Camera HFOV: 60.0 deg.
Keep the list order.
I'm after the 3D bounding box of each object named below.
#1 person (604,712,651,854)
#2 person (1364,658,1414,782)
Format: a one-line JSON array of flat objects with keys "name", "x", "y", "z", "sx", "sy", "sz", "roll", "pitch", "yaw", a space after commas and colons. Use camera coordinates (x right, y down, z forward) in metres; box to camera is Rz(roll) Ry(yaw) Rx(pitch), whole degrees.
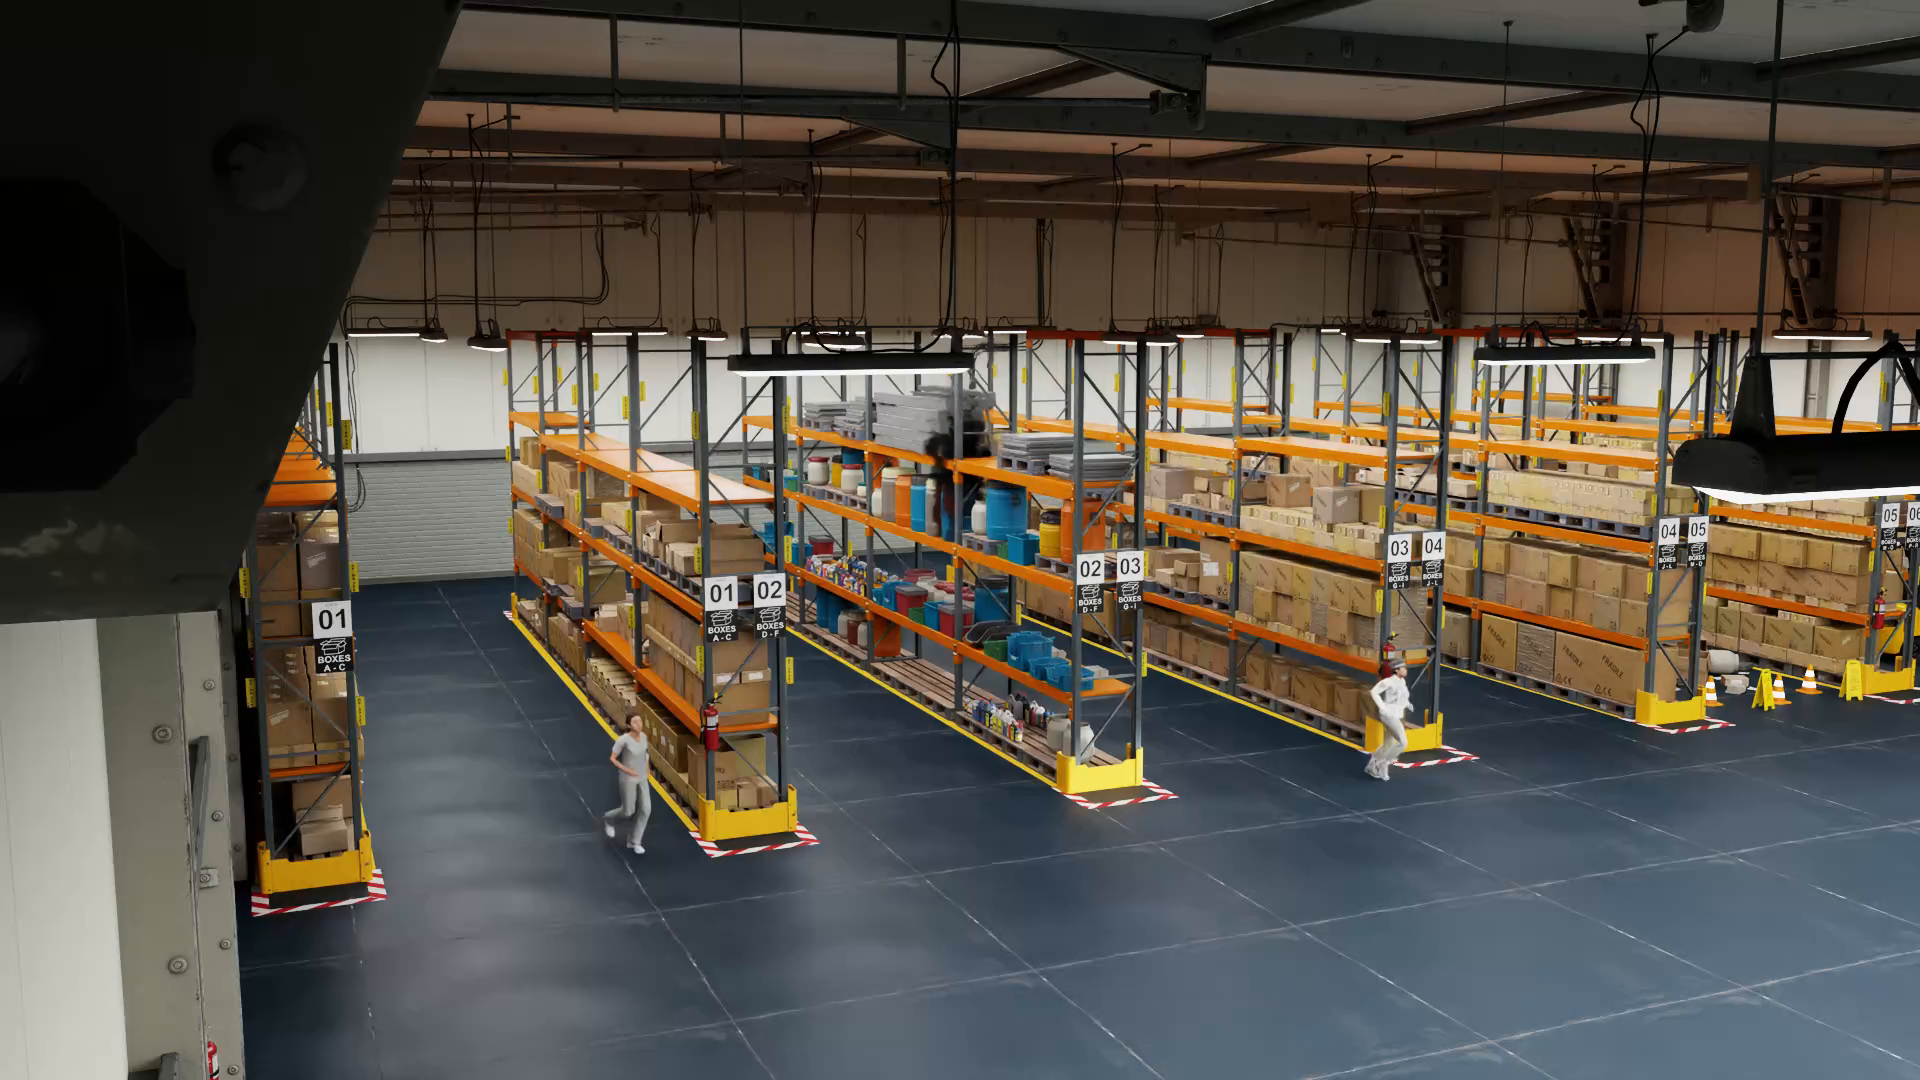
[{"name": "person", "x": -3.920, "y": 2.849, "z": 19.808, "sx": 0.722, "sy": 1.647, "sz": 0.588, "roll": 7, "pitch": 11, "yaw": 43}, {"name": "person", "x": 5.904, "y": 2.429, "z": 22.741, "sx": 0.618, "sy": 1.661, "sz": 0.629, "roll": 5, "pitch": 9, "yaw": 32}]
